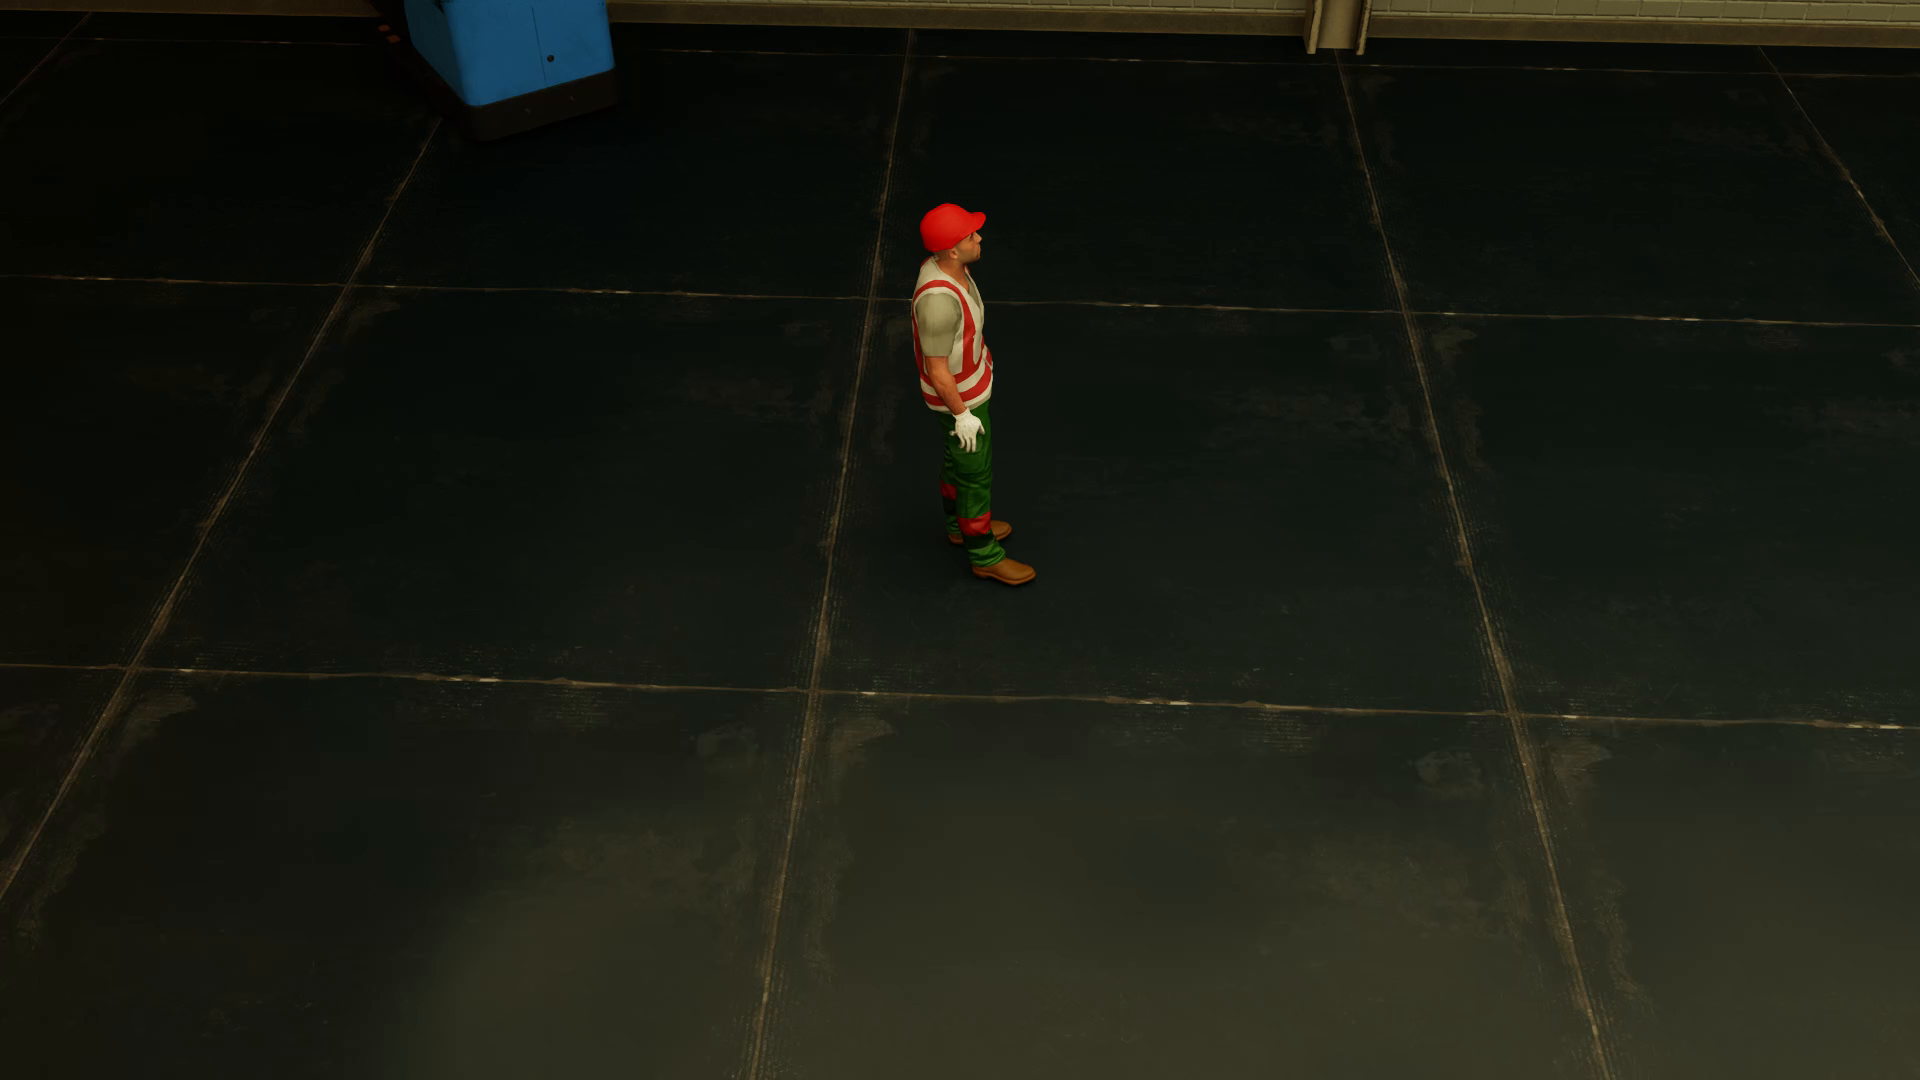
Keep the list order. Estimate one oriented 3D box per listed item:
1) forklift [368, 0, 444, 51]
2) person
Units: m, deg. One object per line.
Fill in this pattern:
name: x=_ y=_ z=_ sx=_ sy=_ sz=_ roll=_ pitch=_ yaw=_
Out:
forklift: x=-3.456 y=-4.587 z=10.767 sx=1.121 sy=2.935 sz=3.031 roll=-24 pitch=47 yaw=-24
person: x=0.009 y=-0.659 z=7.297 sx=0.424 sy=1.687 sz=0.637 roll=2 pitch=42 yaw=2
